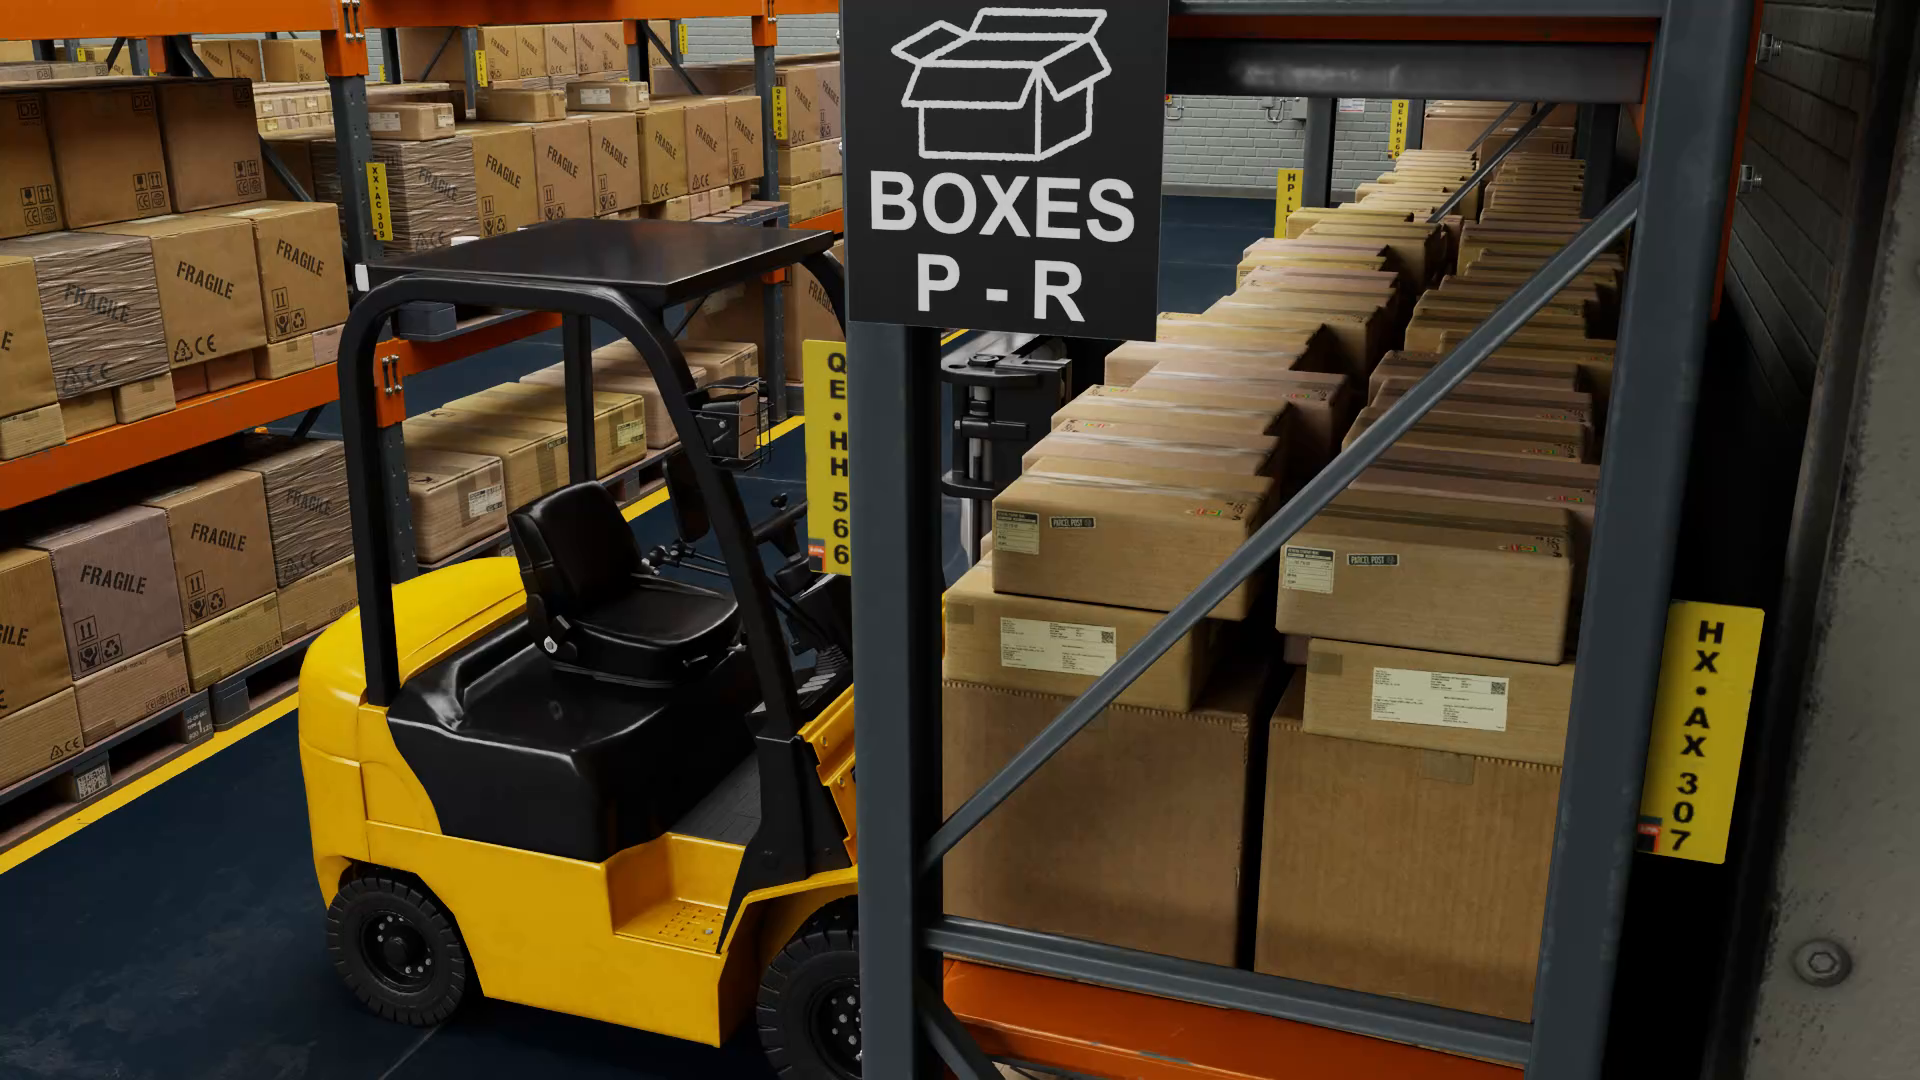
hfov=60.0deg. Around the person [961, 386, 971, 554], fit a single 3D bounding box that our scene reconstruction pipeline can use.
[{"bbox_3d":[0.277,-0.187,6.652,0.526,1.780,0.550,10,21,27],"label":"person"}]
